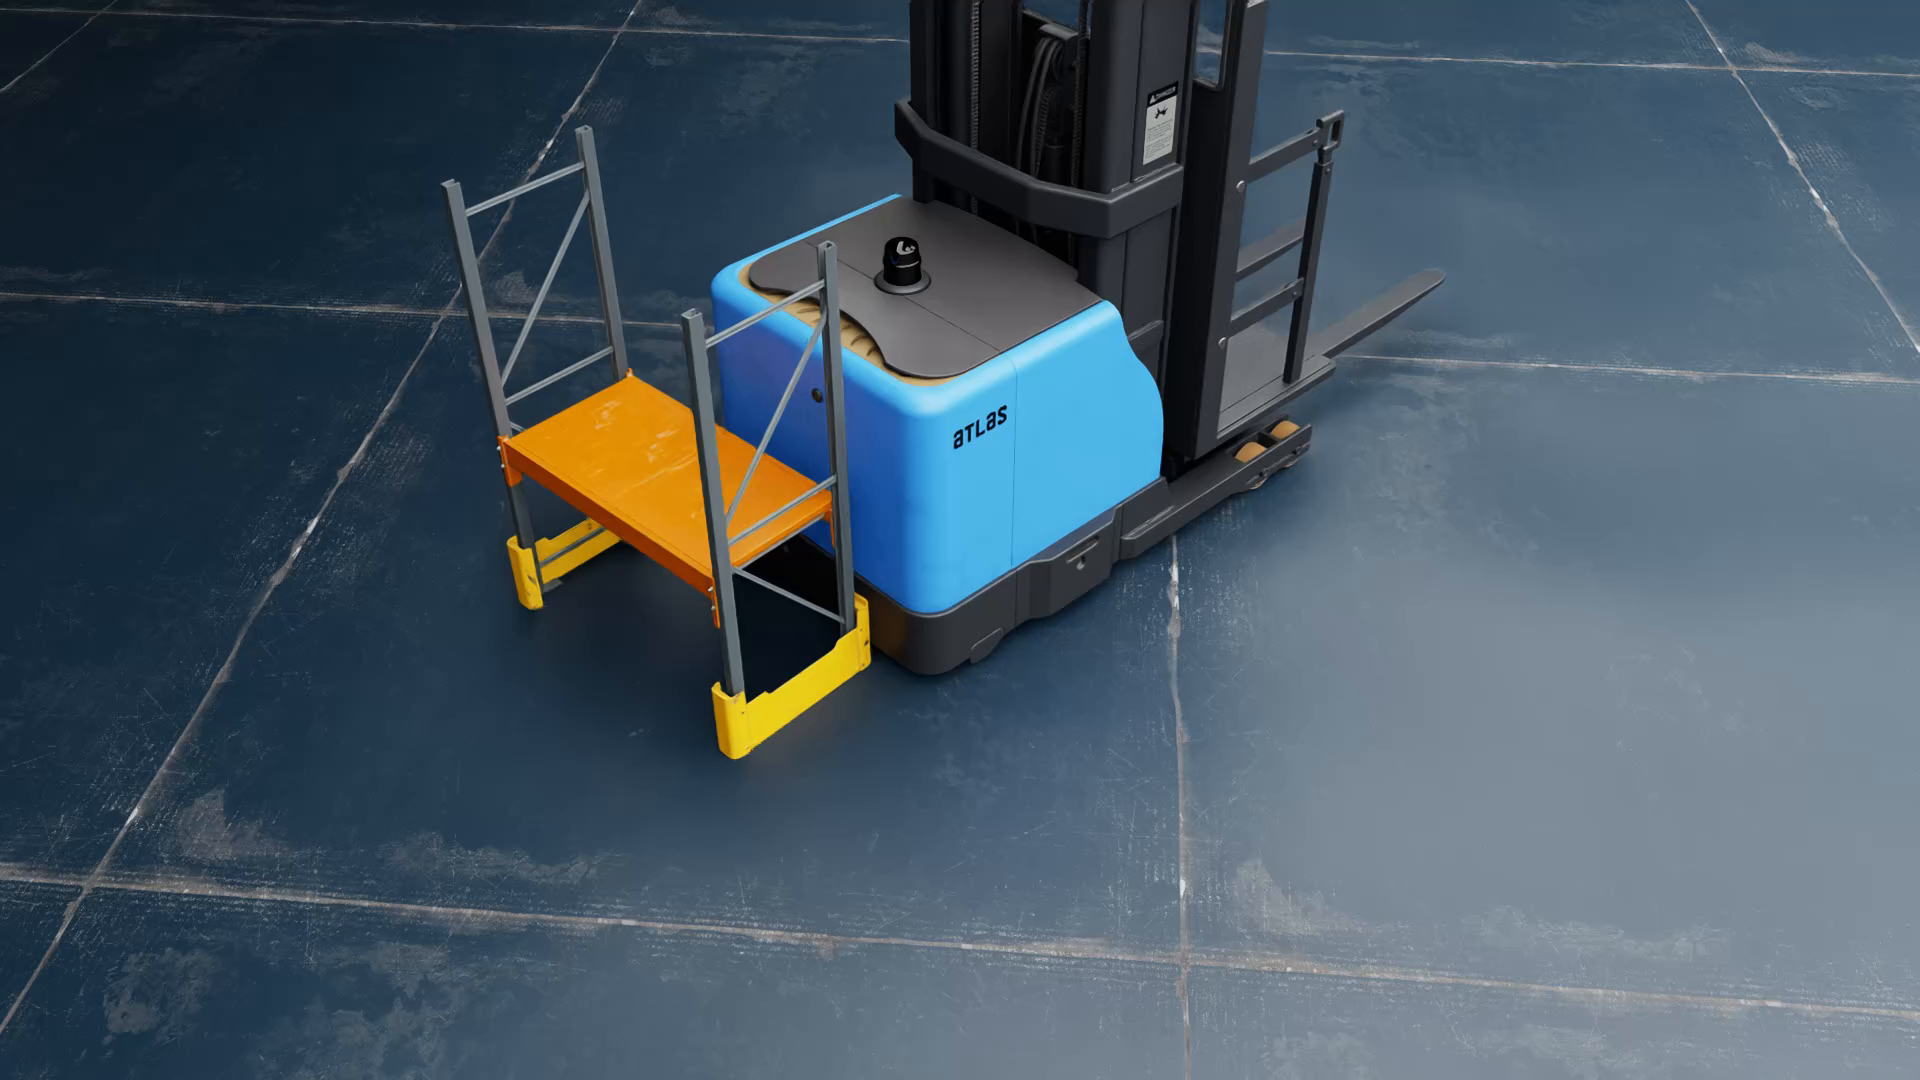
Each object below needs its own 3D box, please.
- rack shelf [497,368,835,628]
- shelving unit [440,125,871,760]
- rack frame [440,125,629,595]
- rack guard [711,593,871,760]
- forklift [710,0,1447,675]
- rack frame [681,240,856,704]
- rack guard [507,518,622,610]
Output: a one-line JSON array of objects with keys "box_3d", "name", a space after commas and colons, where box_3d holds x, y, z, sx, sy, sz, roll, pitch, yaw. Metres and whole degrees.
[{"box_3d": [-0.876, -0.153, 5.035, 1.000, 0.185, 0.538, 30, 48, 32], "name": "rack shelf"}, {"box_3d": [-0.869, -0.289, 4.917, 1.083, 1.500, 0.587, 30, 48, 32], "name": "shelving unit"}, {"box_3d": [-1.252, -0.509, 5.187, 0.032, 1.500, 0.500, 30, 48, 32], "name": "rack frame"}, {"box_3d": [-0.501, 0.408, 5.051, 0.087, 0.250, 0.587, 30, 48, 32], "name": "rack guard"}, {"box_3d": [0.639, -1.534, 5.313, 3.031, 2.935, 1.130, -31, 48, -32], "name": "forklift"}, {"box_3d": [-0.501, -0.076, 4.656, 0.032, 1.500, 0.500, 30, 48, 32], "name": "rack frame"}, {"box_3d": [-1.237, -0.016, 5.572, 0.087, 0.250, 0.587, 30, 48, 32], "name": "rack guard"}]
